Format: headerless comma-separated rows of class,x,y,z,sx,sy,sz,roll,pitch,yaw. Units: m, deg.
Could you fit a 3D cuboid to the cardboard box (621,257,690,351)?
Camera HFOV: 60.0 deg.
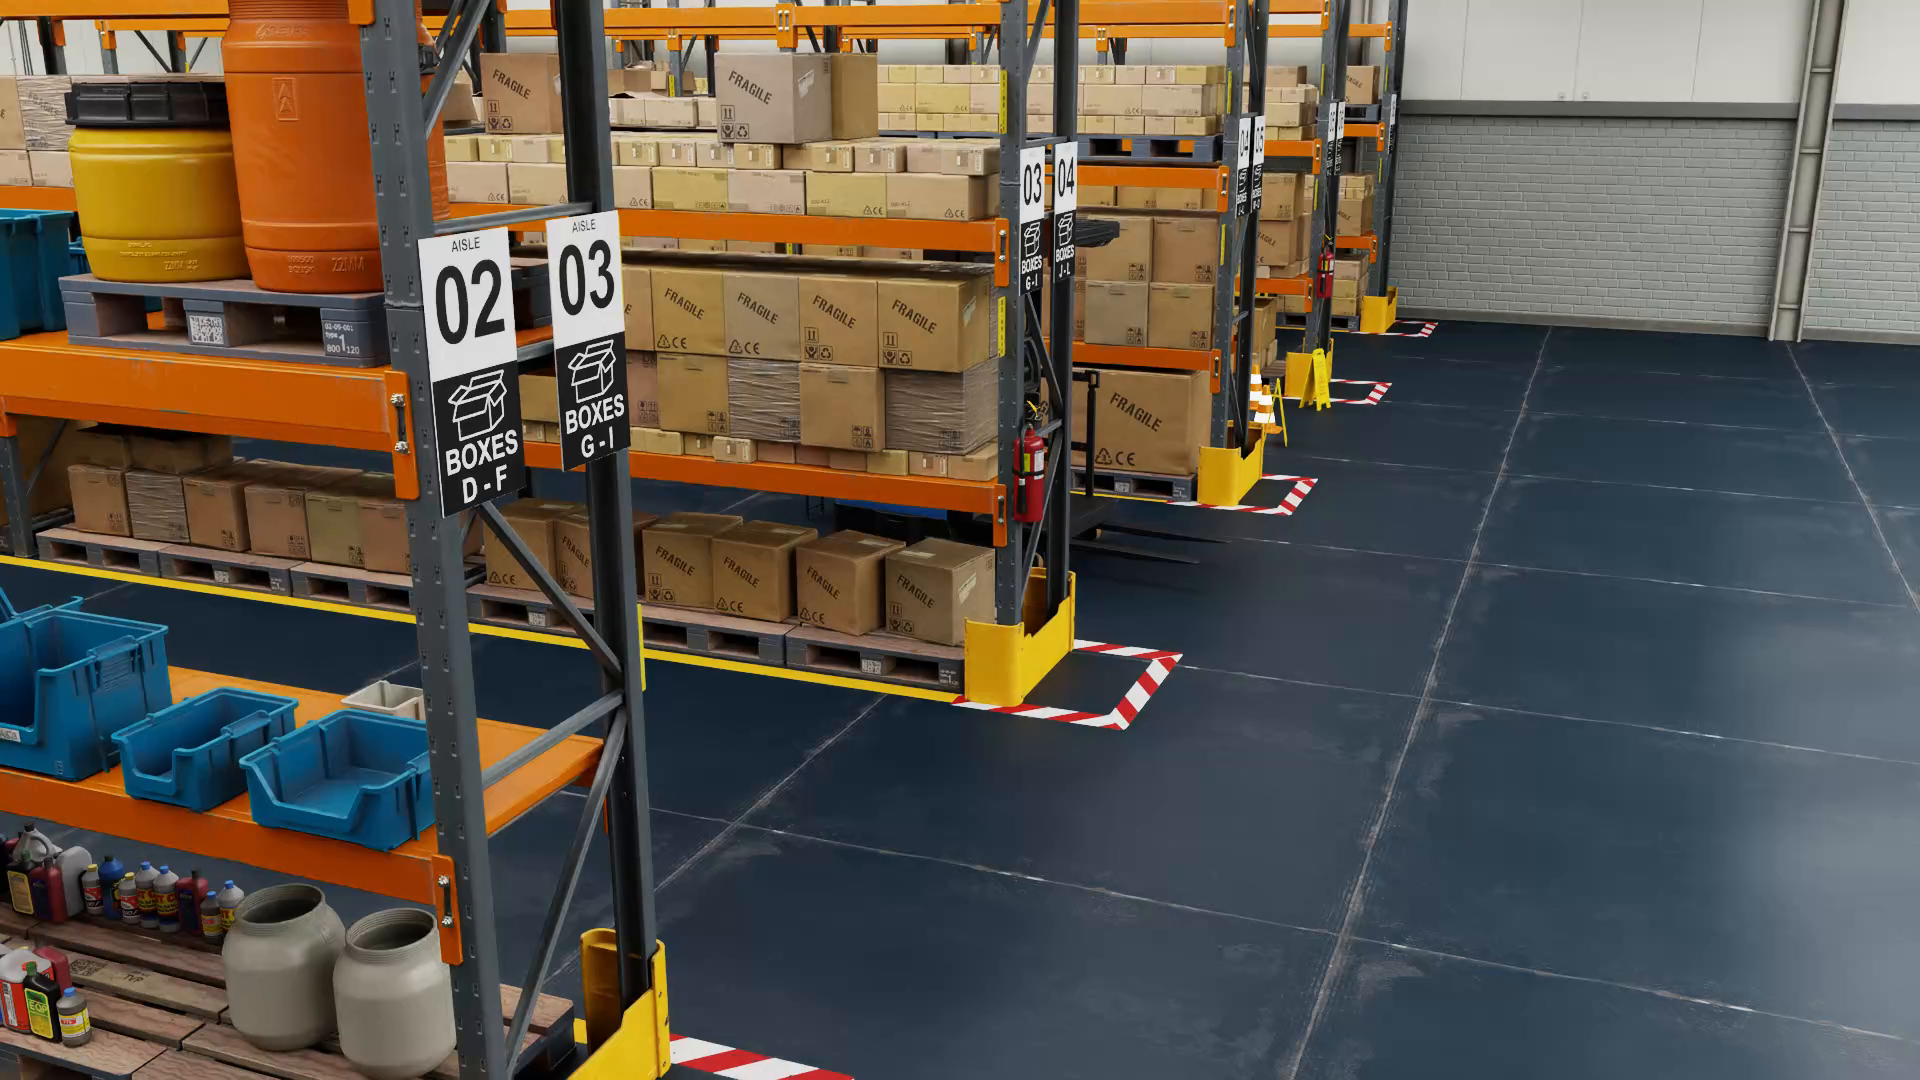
cardboard box,-2.012,-1.479,10.382,0.500,0.500,0.500,6,17,21

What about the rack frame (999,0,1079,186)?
rack frame,0.453,-3.494,9.068,0.127,3.000,1.000,6,17,21

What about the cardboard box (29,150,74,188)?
cardboard box,-6.168,-2.633,11.752,0.500,0.250,0.500,7,17,22

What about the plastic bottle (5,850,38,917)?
plastic bottle,-3.915,1.429,6.955,0.133,0.283,0.061,6,17,21

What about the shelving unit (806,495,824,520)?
shelving unit,-0.996,-0.741,13.574,0.503,1.200,0.258,9,19,29

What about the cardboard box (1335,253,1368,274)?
cardboard box,5.530,-3.930,23.717,0.500,0.250,0.500,6,17,20

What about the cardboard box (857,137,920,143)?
cardboard box,-0.431,-2.353,10.071,0.250,0.149,0.380,7,18,23

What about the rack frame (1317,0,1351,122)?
rack frame,4.089,-6.064,17.921,0.127,3.000,1.000,6,17,21

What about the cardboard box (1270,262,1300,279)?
cardboard box,3.663,-3.045,18.733,0.250,0.149,0.380,7,18,22

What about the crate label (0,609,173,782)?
crate label,-3.175,0.537,5.882,0.616,0.435,0.502,6,17,21

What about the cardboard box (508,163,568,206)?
cardboard box,-2.449,-2.225,10.347,0.500,0.250,0.500,6,17,20

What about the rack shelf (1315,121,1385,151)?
rack shelf,4.047,-5.770,23.580,4.000,0.370,1.077,6,17,21

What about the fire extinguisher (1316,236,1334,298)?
fire extinguisher,4.027,-3.015,18.316,0.183,0.674,0.296,6,17,21

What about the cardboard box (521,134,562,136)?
cardboard box,-2.644,-2.573,10.829,0.250,0.149,0.380,6,17,21

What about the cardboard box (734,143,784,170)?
cardboard box,-1.127,-2.255,9.736,0.250,0.149,0.380,5,17,18

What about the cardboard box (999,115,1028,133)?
cardboard box,0.515,-3.561,14.196,0.250,0.149,0.380,7,17,21

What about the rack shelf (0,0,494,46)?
rack shelf,-5.128,-3.570,11.338,4.000,0.370,1.077,6,17,21

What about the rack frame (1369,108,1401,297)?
rack frame,5.907,-4.471,23.193,0.127,3.000,1.000,6,17,21

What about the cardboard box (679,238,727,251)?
cardboard box,-2.297,-2.928,15.905,0.500,0.500,0.700,6,17,20

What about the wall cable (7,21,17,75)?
wall cable,-15.911,-8.404,25.983,0.029,3.000,2.355,6,17,21

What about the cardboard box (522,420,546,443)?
cardboard box,-2.708,-0.754,10.841,0.250,0.149,0.380,6,17,21

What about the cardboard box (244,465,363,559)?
cardboard box,-4.788,-0.212,12.218,0.500,0.500,0.700,5,17,16

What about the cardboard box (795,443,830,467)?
cardboard box,-0.816,-0.572,10.213,0.250,0.149,0.380,6,17,21

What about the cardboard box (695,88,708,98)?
cardboard box,-3.940,-7.002,26.050,0.250,0.149,0.380,7,17,22

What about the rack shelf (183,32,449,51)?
rack shelf,-8.934,-6.959,23.010,4.000,0.370,1.077,6,17,21

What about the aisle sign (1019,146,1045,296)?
aisle sign,0.401,-1.777,9.252,0.004,0.787,0.394,6,17,21

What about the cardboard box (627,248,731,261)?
cardboard box,-1.818,-1.616,10.854,0.500,0.500,0.500,6,17,21

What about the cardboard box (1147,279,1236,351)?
cardboard box,2.005,-1.987,14.369,0.550,0.550,0.875,6,17,21

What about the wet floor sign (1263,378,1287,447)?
wet floor sign,3.121,-1.269,16.387,0.232,0.644,0.267,3,17,11

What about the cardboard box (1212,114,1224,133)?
cardboard box,2.166,-3.577,14.251,0.250,0.149,0.380,6,17,21

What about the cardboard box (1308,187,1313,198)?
cardboard box,5.014,-4.854,23.171,0.250,0.149,0.380,7,17,22

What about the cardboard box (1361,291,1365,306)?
cardboard box,5.522,-3.453,23.866,0.500,0.250,0.500,6,17,21

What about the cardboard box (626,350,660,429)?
cardboard box,-1.918,-1.066,10.751,0.500,0.500,0.875,6,17,21

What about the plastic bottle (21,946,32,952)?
plastic bottle,-3.558,1.649,6.344,0.097,0.201,0.097,0,16,0

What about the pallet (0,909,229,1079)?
pallet,-3.337,1.806,6.575,1.213,0.211,1.003,6,17,21

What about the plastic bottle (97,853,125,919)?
plastic bottle,-3.537,1.438,6.943,0.097,0.271,0.097,0,16,0

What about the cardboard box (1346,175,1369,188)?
cardboard box,5.497,-4.955,22.985,0.250,0.149,0.380,6,17,21

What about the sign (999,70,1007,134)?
sign,0.231,-2.337,8.874,0.005,0.325,0.100,6,17,21

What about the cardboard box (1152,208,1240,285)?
cardboard box,2.036,-2.528,14.294,0.550,0.550,0.875,6,17,21

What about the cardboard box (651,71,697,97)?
cardboard box,-3.759,-5.693,21.084,0.637,0.503,0.797,5,17,17

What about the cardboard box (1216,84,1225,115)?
cardboard box,2.012,-3.766,14.188,0.500,0.250,0.500,6,17,21

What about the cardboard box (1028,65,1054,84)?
cardboard box,0.747,-3.918,13.997,0.250,0.149,0.380,6,17,20

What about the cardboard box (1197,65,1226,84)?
cardboard box,2.174,-3.958,14.135,0.250,0.149,0.380,6,17,21

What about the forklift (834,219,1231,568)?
forklift,0.539,-1.321,12.466,3.031,2.935,1.130,9,19,29

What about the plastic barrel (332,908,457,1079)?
plastic barrel,-2.004,1.617,5.931,0.421,0.512,0.421,0,16,0

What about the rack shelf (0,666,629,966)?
rack shelf,-3.225,0.813,6.285,4.000,0.370,1.077,6,17,21

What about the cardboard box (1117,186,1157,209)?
cardboard box,2.141,-4.016,19.120,0.500,0.500,0.700,6,17,20

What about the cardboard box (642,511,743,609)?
cardboard box,-1.768,0.128,11.083,0.500,0.500,0.500,5,17,16

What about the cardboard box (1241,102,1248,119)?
cardboard box,3.052,-4.732,18.449,0.500,0.250,0.500,6,17,20

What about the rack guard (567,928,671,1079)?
rack guard,-1.452,1.877,5.813,0.348,0.500,1.175,6,17,21

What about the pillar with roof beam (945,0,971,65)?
pillar with roof beam,-1.571,-7.154,21.676,0.400,9.000,9.100,6,17,21

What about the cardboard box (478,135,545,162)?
cardboard box,-2.806,-2.459,10.438,0.250,0.149,0.380,5,17,18

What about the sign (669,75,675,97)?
sign,-3.564,-5.585,20.582,0.005,0.325,0.100,6,17,21
